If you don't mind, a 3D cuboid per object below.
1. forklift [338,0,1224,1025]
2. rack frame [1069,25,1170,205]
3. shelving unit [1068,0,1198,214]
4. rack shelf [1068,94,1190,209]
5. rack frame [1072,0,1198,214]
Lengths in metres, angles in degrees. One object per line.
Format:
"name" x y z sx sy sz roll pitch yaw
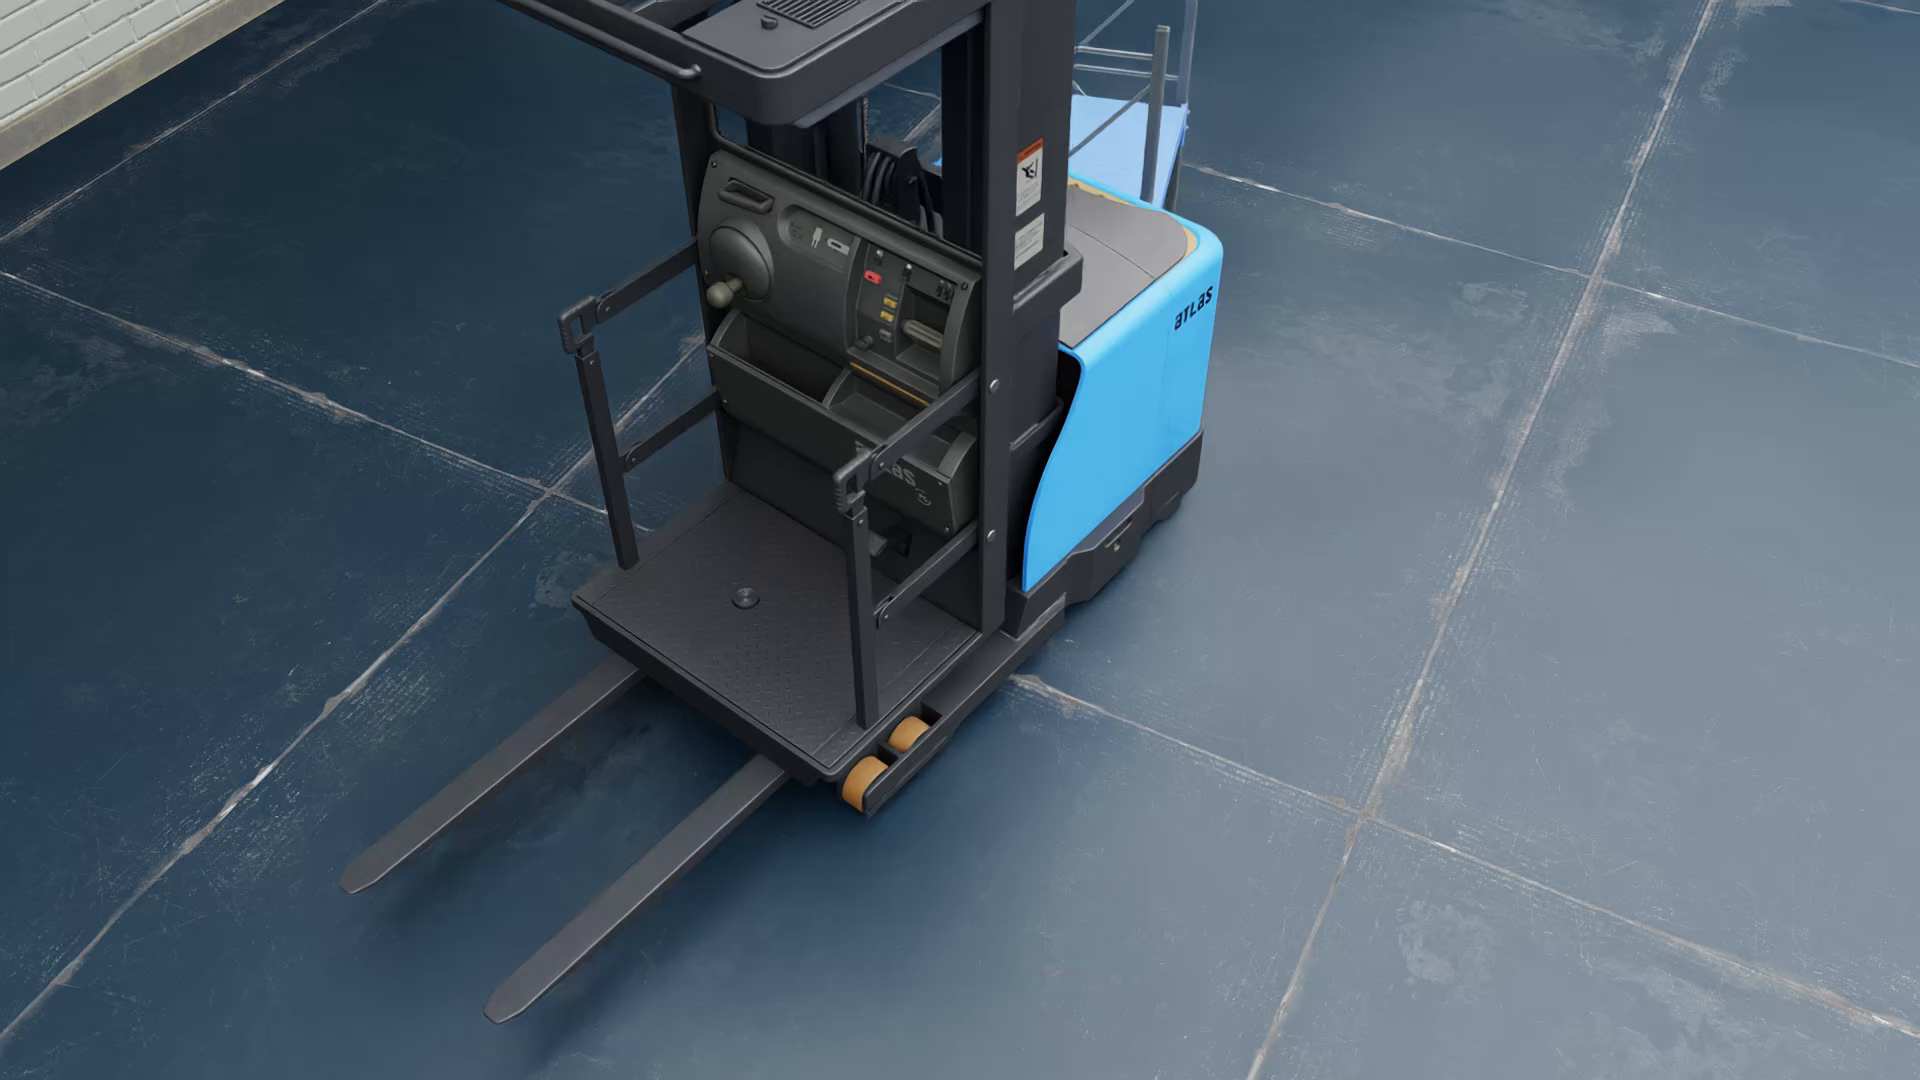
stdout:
"forklift" -0.479 -0.628 4.310 1.130 2.935 3.031 30 53 26
"rack frame" 0.415 -1.120 5.802 0.500 1.500 0.032 9 46 9
"shelving unit" 0.531 -1.472 6.150 0.538 1.500 1.048 9 46 9
"rack shelf" 0.531 -1.345 6.278 0.538 0.185 1.000 9 46 9
"rack frame" 0.647 -1.824 6.498 0.500 1.500 0.032 9 46 9
